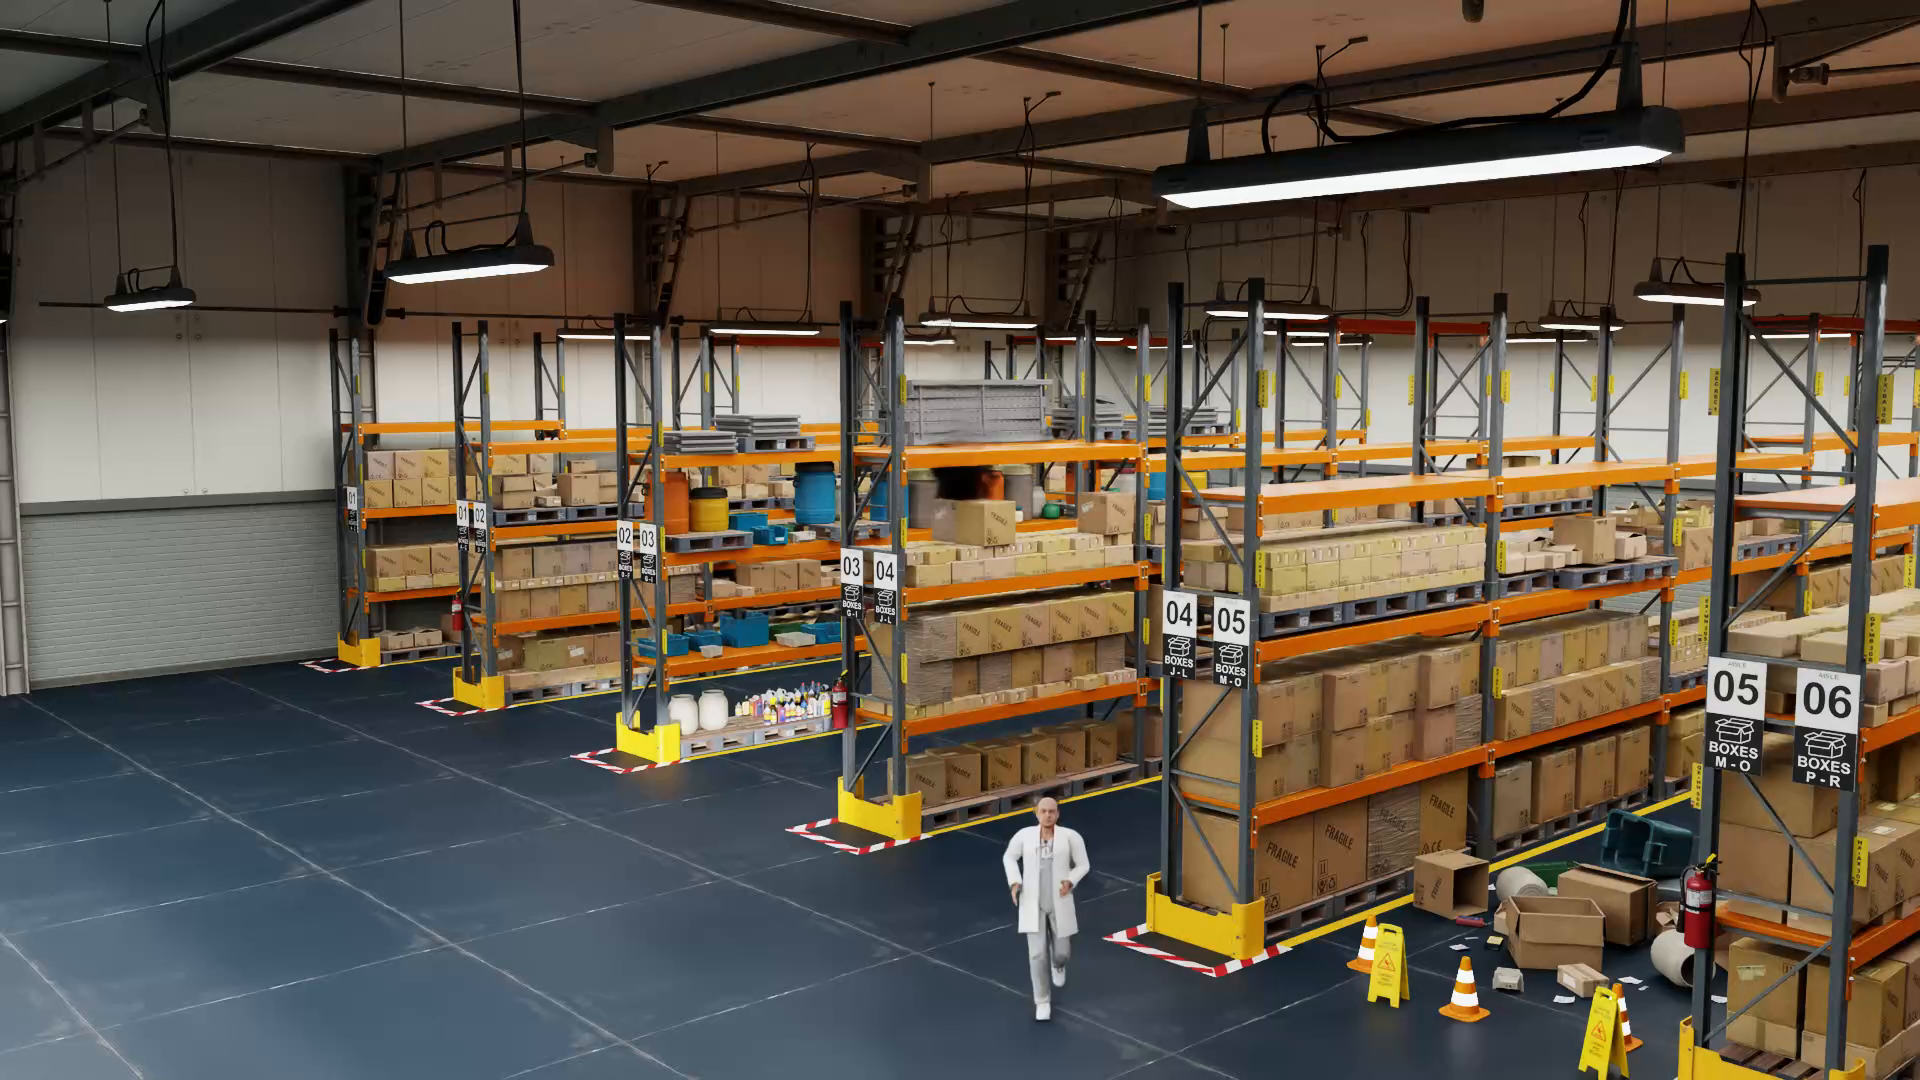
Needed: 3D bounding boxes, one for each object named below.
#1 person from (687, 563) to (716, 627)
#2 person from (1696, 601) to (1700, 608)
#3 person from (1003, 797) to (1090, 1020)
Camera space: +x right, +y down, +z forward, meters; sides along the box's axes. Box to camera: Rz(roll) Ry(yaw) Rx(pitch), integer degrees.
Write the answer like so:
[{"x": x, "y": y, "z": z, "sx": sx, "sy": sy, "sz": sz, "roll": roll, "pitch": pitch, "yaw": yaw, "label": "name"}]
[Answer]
[{"x": -4.787, "y": 1.271, "z": 30.673, "sx": 0.705, "sy": 1.727, "sz": 0.661, "roll": 5, "pitch": 8, "yaw": 41, "label": "person"}, {"x": 11.490, "y": 1.782, "z": 25.805, "sx": 0.575, "sy": 1.689, "sz": 0.673, "roll": -5, "pitch": 7, "yaw": -41, "label": "person"}, {"x": 0.700, "y": 2.959, "z": 13.595, "sx": 0.716, "sy": 1.736, "sz": 0.837, "roll": 0, "pitch": 6, "yaw": 4, "label": "person"}]
